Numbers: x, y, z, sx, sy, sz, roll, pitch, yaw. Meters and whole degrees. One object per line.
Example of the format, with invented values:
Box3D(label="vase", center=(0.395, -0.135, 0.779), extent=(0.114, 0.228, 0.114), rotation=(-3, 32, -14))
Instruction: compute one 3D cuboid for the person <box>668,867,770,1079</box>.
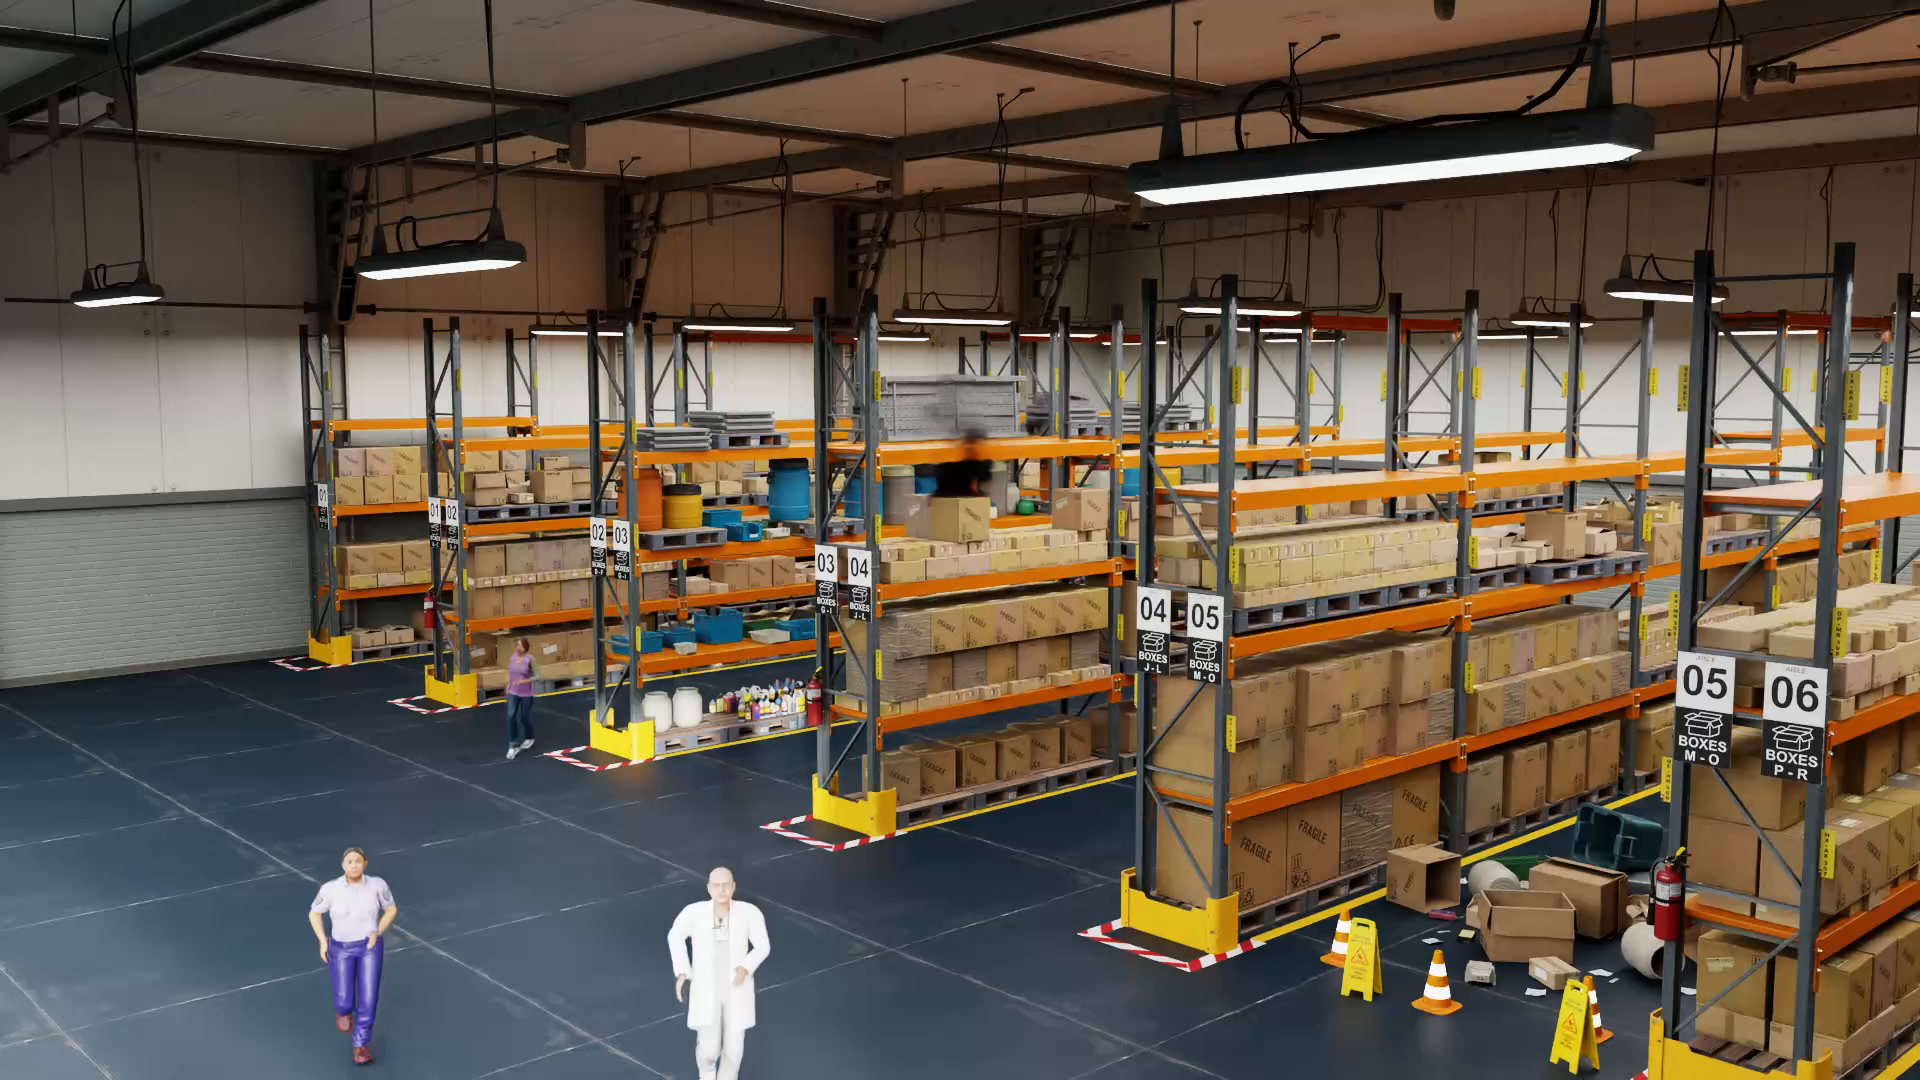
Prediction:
Box3D(label="person", center=(-1.656, 3.143, 11.517), extent=(0.702, 1.738, 0.599), rotation=(-1, 6, -11))

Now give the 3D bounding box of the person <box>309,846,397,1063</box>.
Box3D(label="person", center=(-4.580, 3.102, 12.597), extent=(0.623, 1.599, 0.566), rotation=(-3, 6, -25))

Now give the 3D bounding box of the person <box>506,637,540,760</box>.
Box3D(label="person", center=(-5.901, 2.108, 22.437), extent=(0.537, 1.609, 0.682), rotation=(1, 6, 7))
